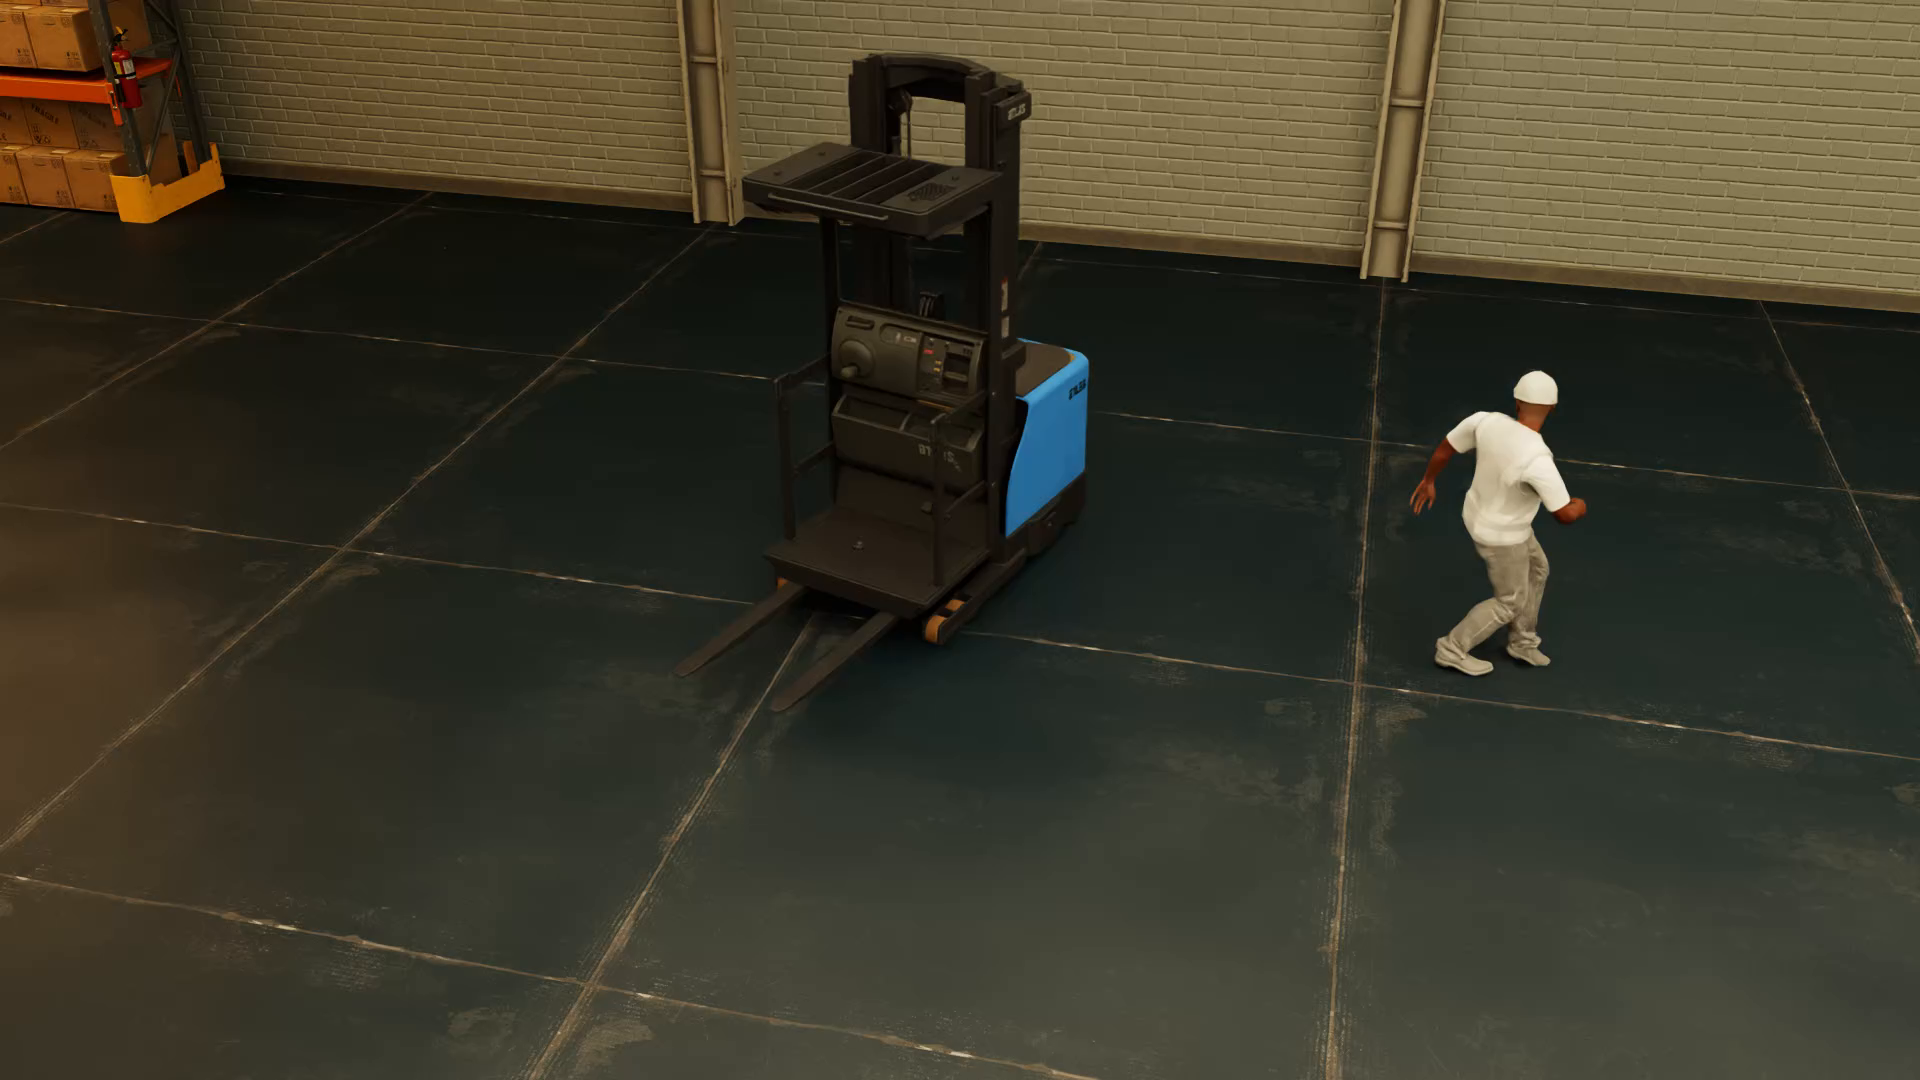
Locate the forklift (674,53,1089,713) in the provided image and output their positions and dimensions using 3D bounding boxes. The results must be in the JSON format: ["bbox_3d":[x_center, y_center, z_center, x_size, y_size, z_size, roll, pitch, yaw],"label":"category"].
[{"bbox_3d":[-0.401,-0.957,8.859,1.130,2.935,3.031,16,33,27],"label":"forklift"}]

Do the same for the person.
[{"bbox_3d":[2.797,-0.046,8.558,0.866,1.760,0.628,1,30,1],"label":"person"}]
